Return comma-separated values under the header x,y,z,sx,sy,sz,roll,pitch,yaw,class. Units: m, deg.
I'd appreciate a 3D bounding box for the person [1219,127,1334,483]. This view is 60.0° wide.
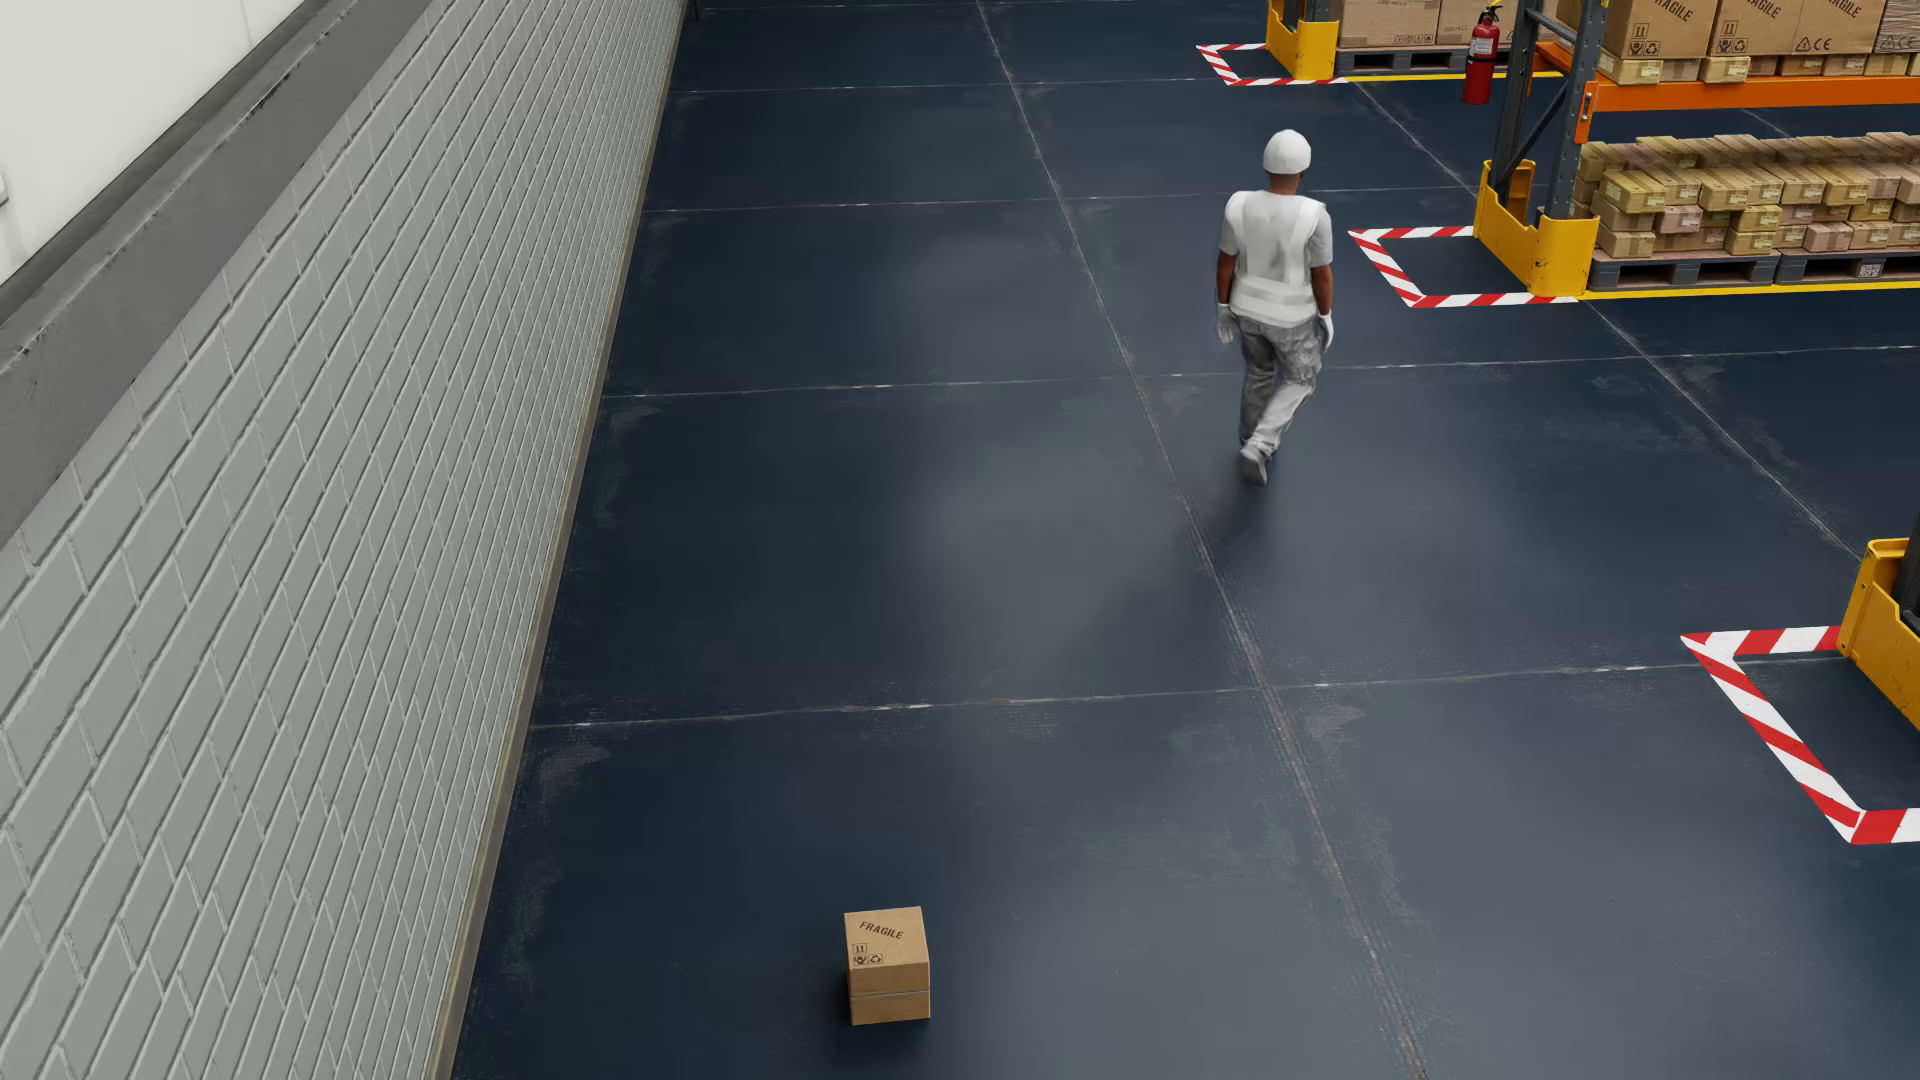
x,y,z,sx,sy,sz,roll,pitch,yaw,class
1.501,-1.095,7.918,0.562,1.769,0.695,20,36,30,person
